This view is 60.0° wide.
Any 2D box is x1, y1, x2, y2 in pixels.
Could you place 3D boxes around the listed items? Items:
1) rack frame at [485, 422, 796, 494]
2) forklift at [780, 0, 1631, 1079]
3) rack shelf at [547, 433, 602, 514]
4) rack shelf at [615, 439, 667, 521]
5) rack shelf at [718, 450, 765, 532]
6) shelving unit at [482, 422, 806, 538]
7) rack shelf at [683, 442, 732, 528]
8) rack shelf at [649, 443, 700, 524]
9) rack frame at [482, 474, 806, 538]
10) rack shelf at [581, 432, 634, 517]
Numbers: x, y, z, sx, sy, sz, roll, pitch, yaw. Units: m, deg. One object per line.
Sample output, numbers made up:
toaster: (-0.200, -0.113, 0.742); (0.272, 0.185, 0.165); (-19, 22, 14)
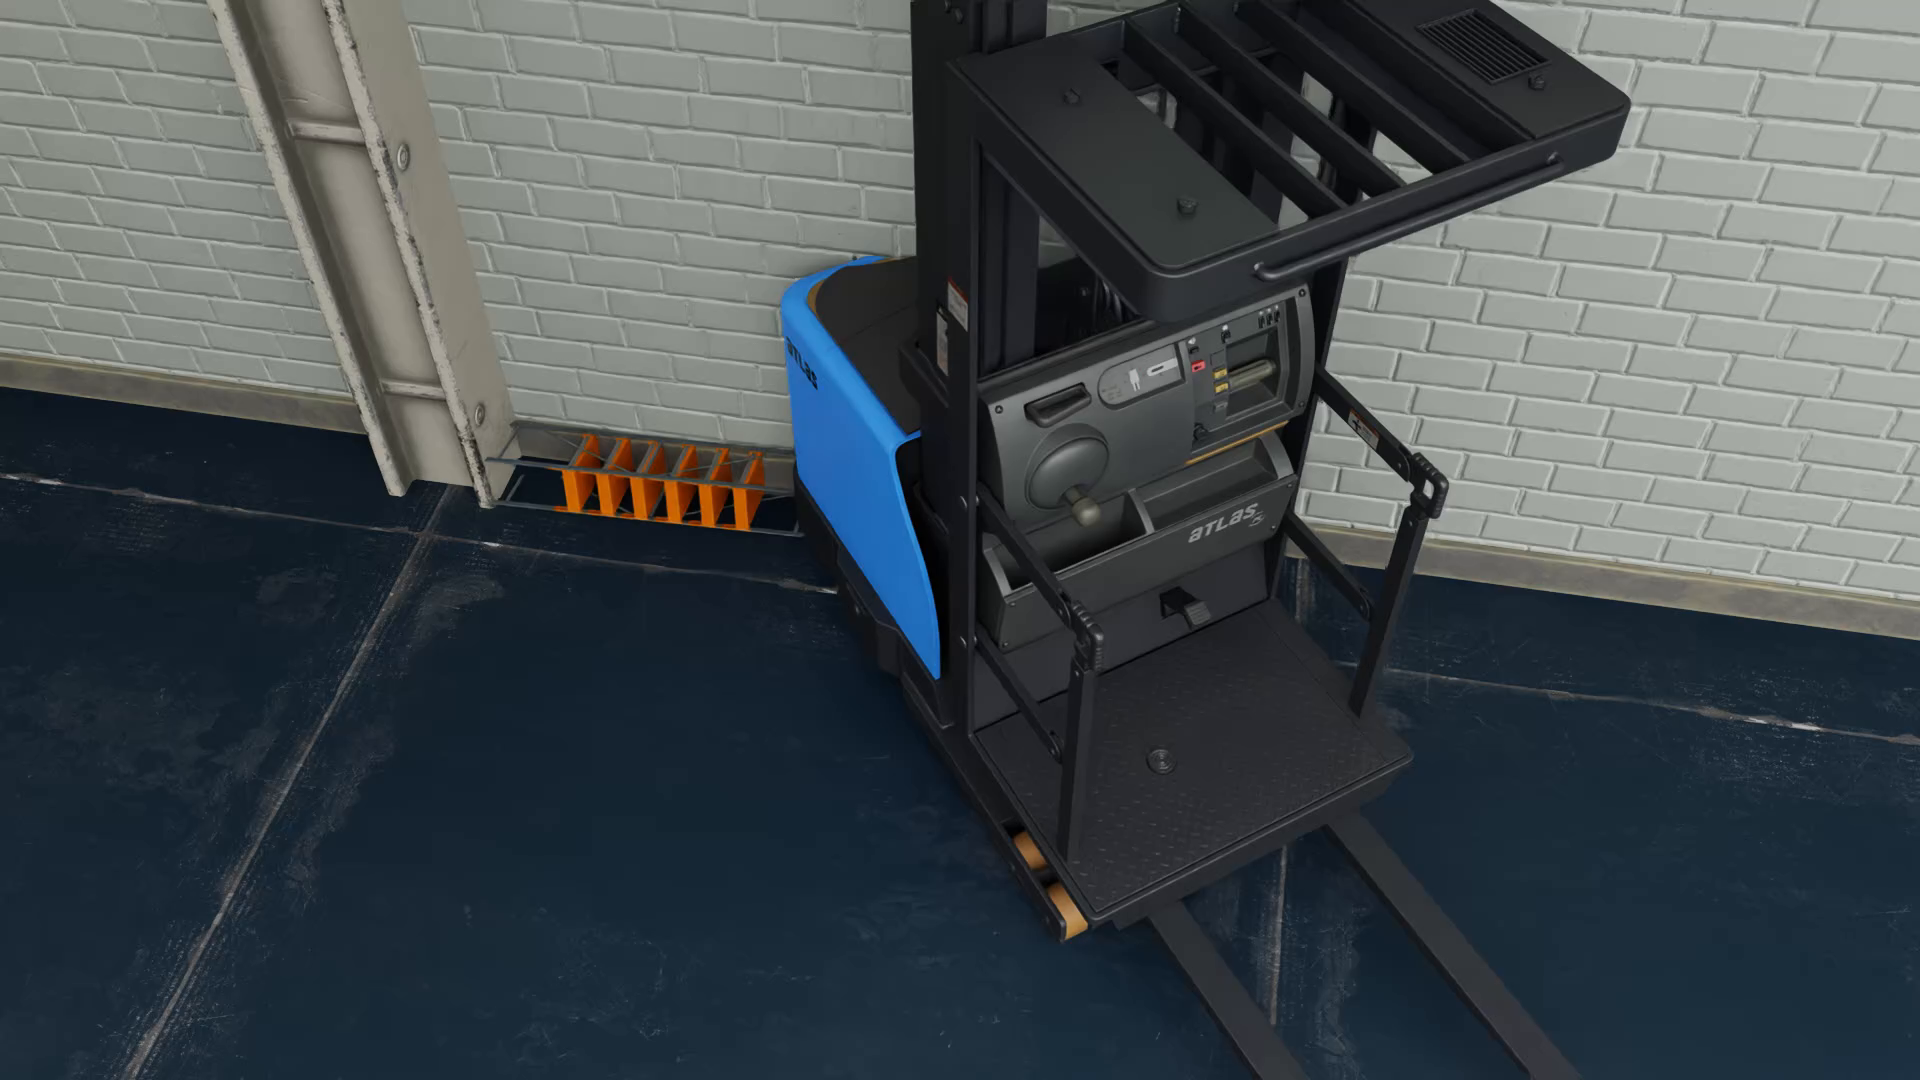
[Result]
rack frame: (-1.062, -0.286, 5.742); (1.200, 0.006, 0.240); (6, 38, 6)
forklift: (0.593, -0.242, 3.997); (1.130, 2.935, 3.031); (-22, 52, -19)
rack shelf: (-1.344, -0.243, 5.829); (0.103, 0.180, 0.258); (6, 38, 6)
rack shelf: (-1.107, -0.218, 5.803); (0.103, 0.180, 0.258); (6, 38, 6)
rack shelf: (-0.751, -0.180, 5.764); (0.103, 0.180, 0.258); (6, 38, 6)
shelving unit: (-1.063, -0.213, 5.798); (1.200, 0.189, 0.258); (6, 38, 6)
rack shelf: (-0.870, -0.193, 5.777); (0.103, 0.180, 0.258); (6, 38, 6)
rack shelf: (-0.988, -0.205, 5.790); (0.103, 0.180, 0.258); (6, 38, 6)
rack frame: (-1.065, -0.141, 5.854); (1.200, 0.006, 0.240); (6, 38, 6)
rack shelf: (-1.226, -0.230, 5.816); (0.103, 0.180, 0.258); (6, 38, 6)
